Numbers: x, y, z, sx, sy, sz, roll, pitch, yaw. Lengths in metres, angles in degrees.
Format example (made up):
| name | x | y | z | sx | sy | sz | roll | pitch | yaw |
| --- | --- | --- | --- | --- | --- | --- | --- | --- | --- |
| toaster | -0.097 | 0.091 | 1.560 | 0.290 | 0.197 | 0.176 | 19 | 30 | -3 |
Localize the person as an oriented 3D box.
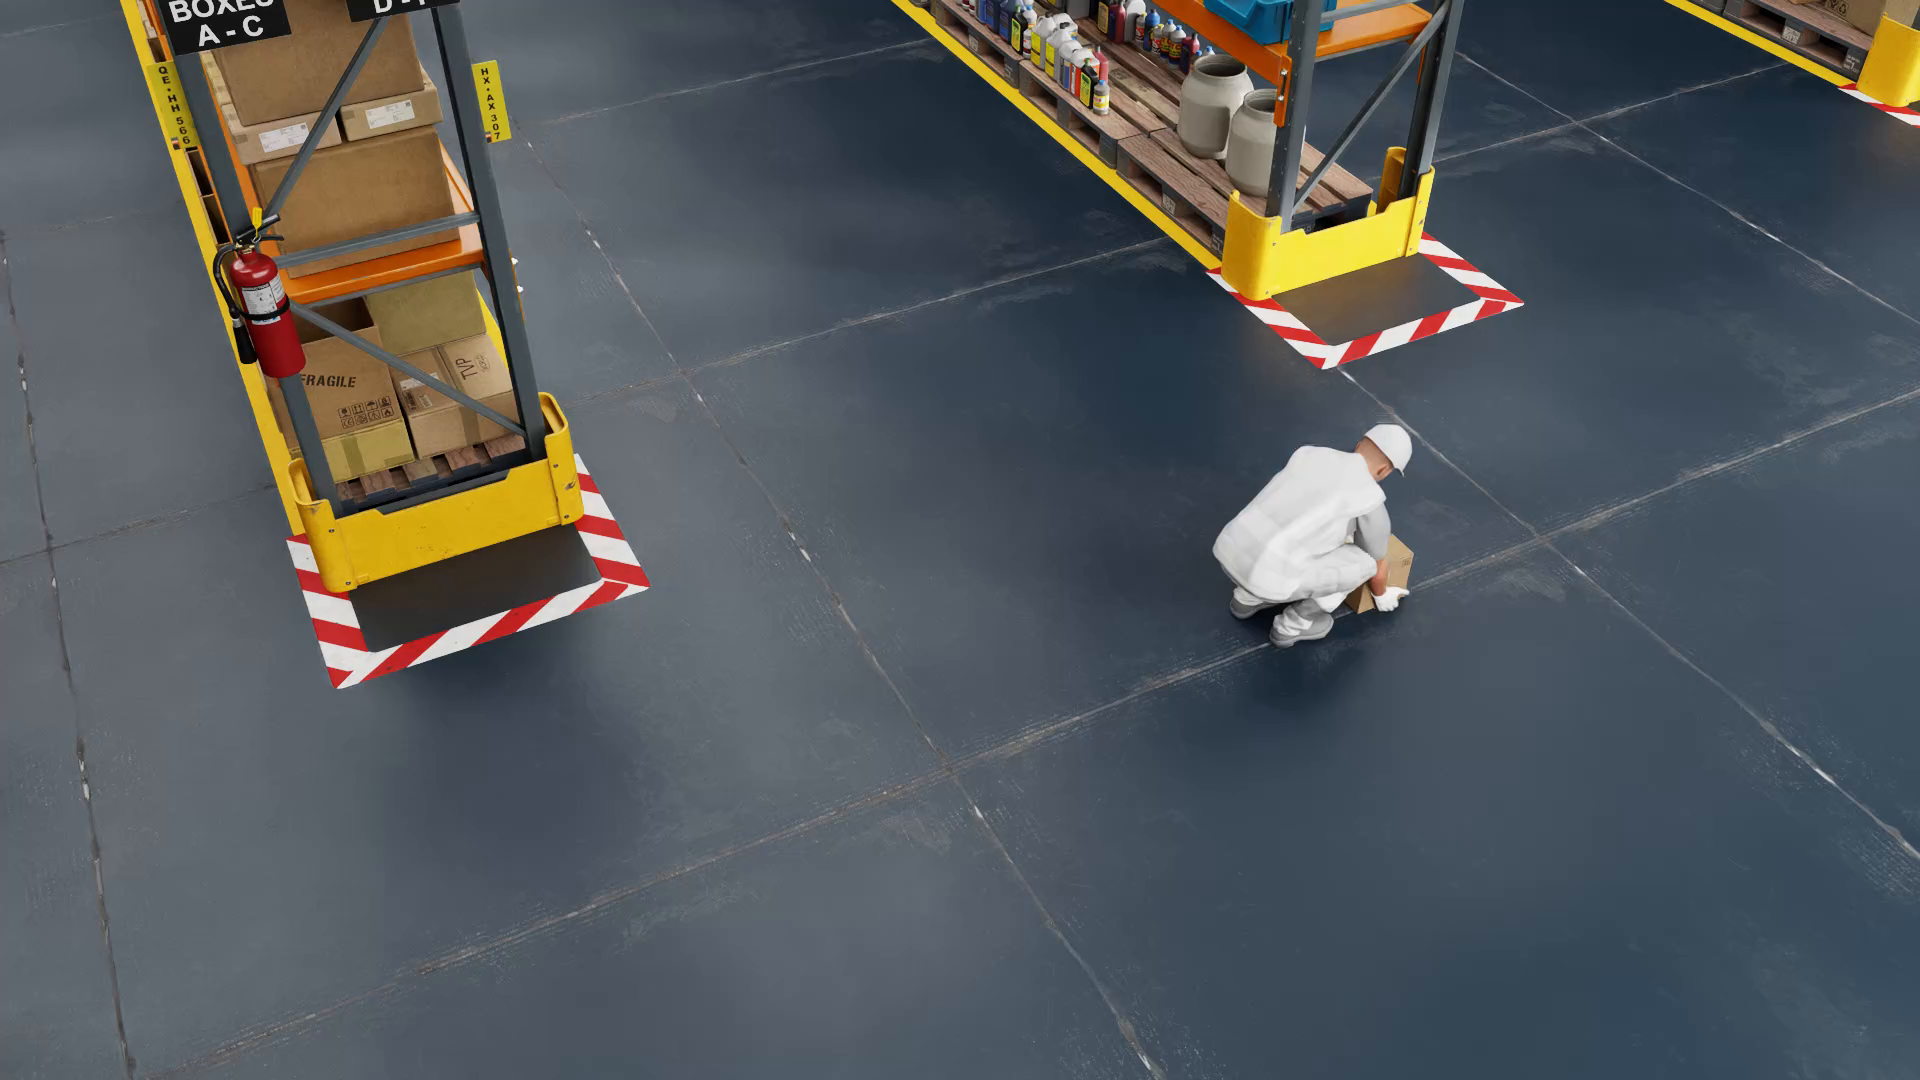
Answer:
| name | x | y | z | sx | sy | sz | roll | pitch | yaw |
| --- | --- | --- | --- | --- | --- | --- | --- | --- | --- |
| person | 1.472 | 0.003 | 6.913 | 0.901 | 0.877 | 0.547 | -19 | 44 | -20 |
